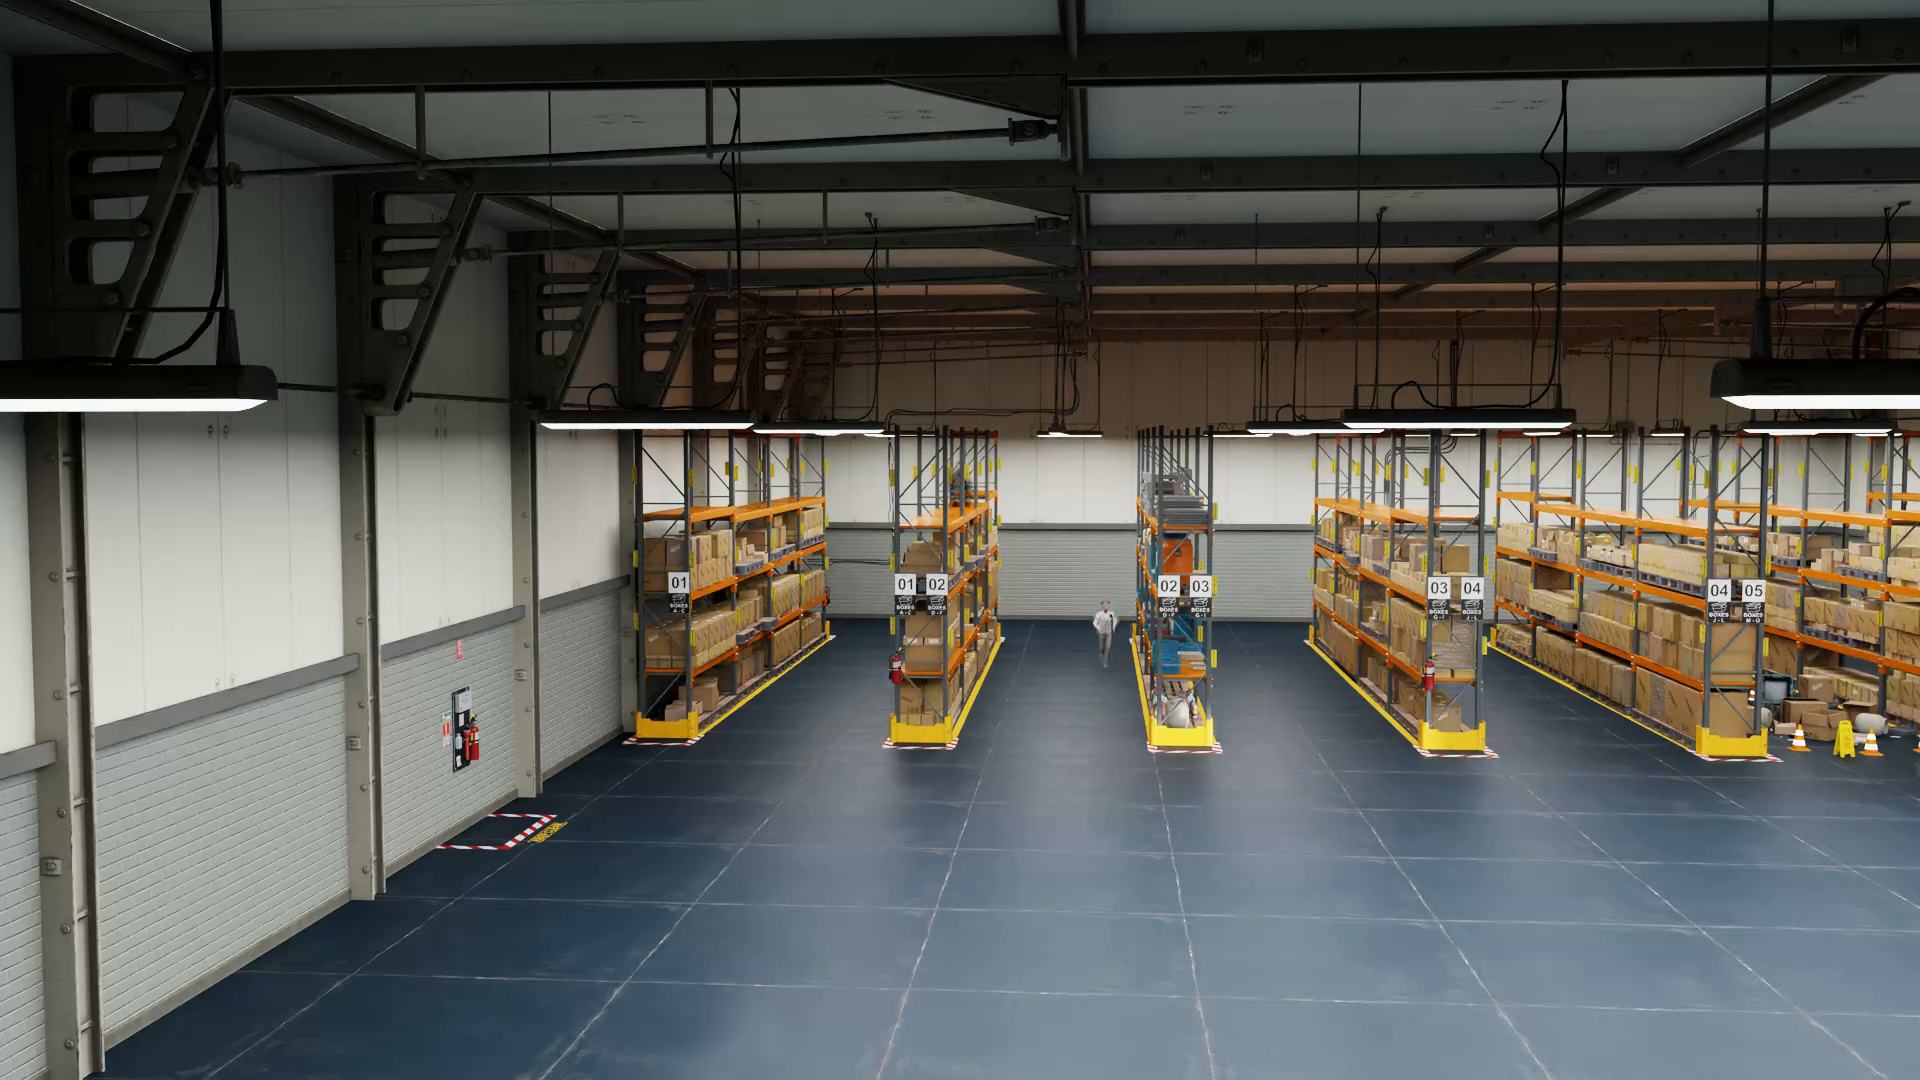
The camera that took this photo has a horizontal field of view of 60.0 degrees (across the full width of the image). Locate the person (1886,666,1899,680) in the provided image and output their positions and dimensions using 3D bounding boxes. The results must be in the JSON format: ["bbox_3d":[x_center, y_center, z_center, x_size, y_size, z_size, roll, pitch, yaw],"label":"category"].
[{"bbox_3d":[21.441,2.585,38.057,0.670,1.774,0.797,0,3,-3],"label":"person"}]

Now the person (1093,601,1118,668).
[{"bbox_3d":[3.696,2.376,42.206,0.627,1.698,0.761,0,3,0],"label":"person"}]
